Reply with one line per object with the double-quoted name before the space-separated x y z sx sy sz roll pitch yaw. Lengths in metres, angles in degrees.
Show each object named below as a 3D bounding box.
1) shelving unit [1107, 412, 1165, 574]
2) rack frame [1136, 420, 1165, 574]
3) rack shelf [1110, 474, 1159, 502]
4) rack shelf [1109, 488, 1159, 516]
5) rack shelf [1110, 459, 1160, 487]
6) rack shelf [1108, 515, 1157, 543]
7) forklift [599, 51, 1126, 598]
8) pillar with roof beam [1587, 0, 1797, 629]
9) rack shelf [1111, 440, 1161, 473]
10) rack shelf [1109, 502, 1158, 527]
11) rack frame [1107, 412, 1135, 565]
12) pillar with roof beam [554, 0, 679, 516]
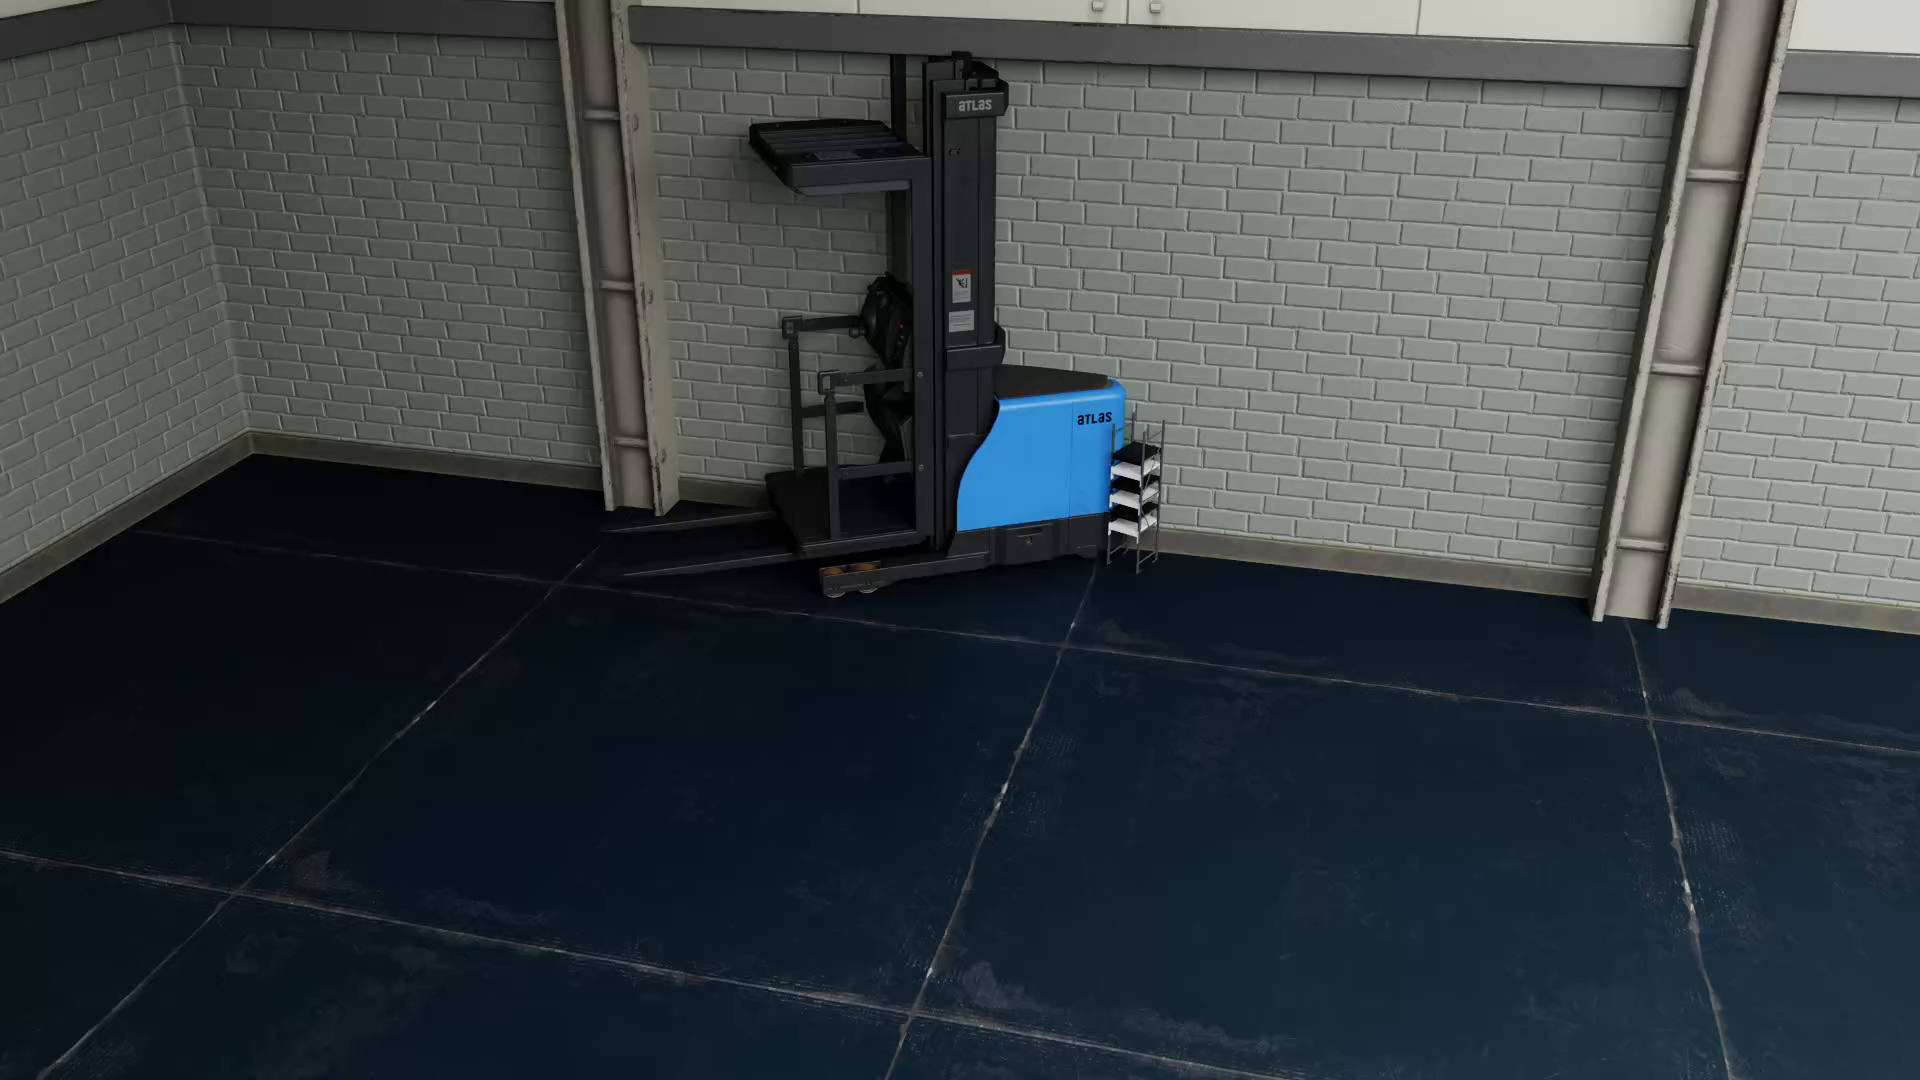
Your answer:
"shelving unit" 1.032 -0.274 9.779 0.210 0.900 0.258 18 31 32
"rack frame" 1.114 -0.248 9.725 0.006 0.900 0.240 18 31 32
"rack shelf" 1.032 -0.325 9.755 0.200 0.077 0.258 18 31 32
"rack shelf" 1.032 -0.244 9.794 0.200 0.077 0.258 18 31 32
"rack shelf" 1.032 -0.407 9.716 0.200 0.077 0.258 18 31 32
"rack shelf" 1.032 -0.082 9.871 0.200 0.077 0.258 18 31 32
"forklift" -0.599 -1.246 9.458 3.031 2.935 1.130 -7 26 -15
"pillar with roof beam" 2.693 -1.864 3.697 0.400 9.000 9.100 6 26 13
"rack shelf" 1.032 -0.488 9.677 0.200 0.077 0.258 18 31 32
"rack shelf" 1.032 -0.163 9.832 0.200 0.077 0.258 18 31 32
"rack frame" 0.950 -0.300 9.834 0.006 0.900 0.240 18 31 32
"pillar with roof beam" -3.118 -2.506 5.046 0.400 9.000 9.100 6 26 13
